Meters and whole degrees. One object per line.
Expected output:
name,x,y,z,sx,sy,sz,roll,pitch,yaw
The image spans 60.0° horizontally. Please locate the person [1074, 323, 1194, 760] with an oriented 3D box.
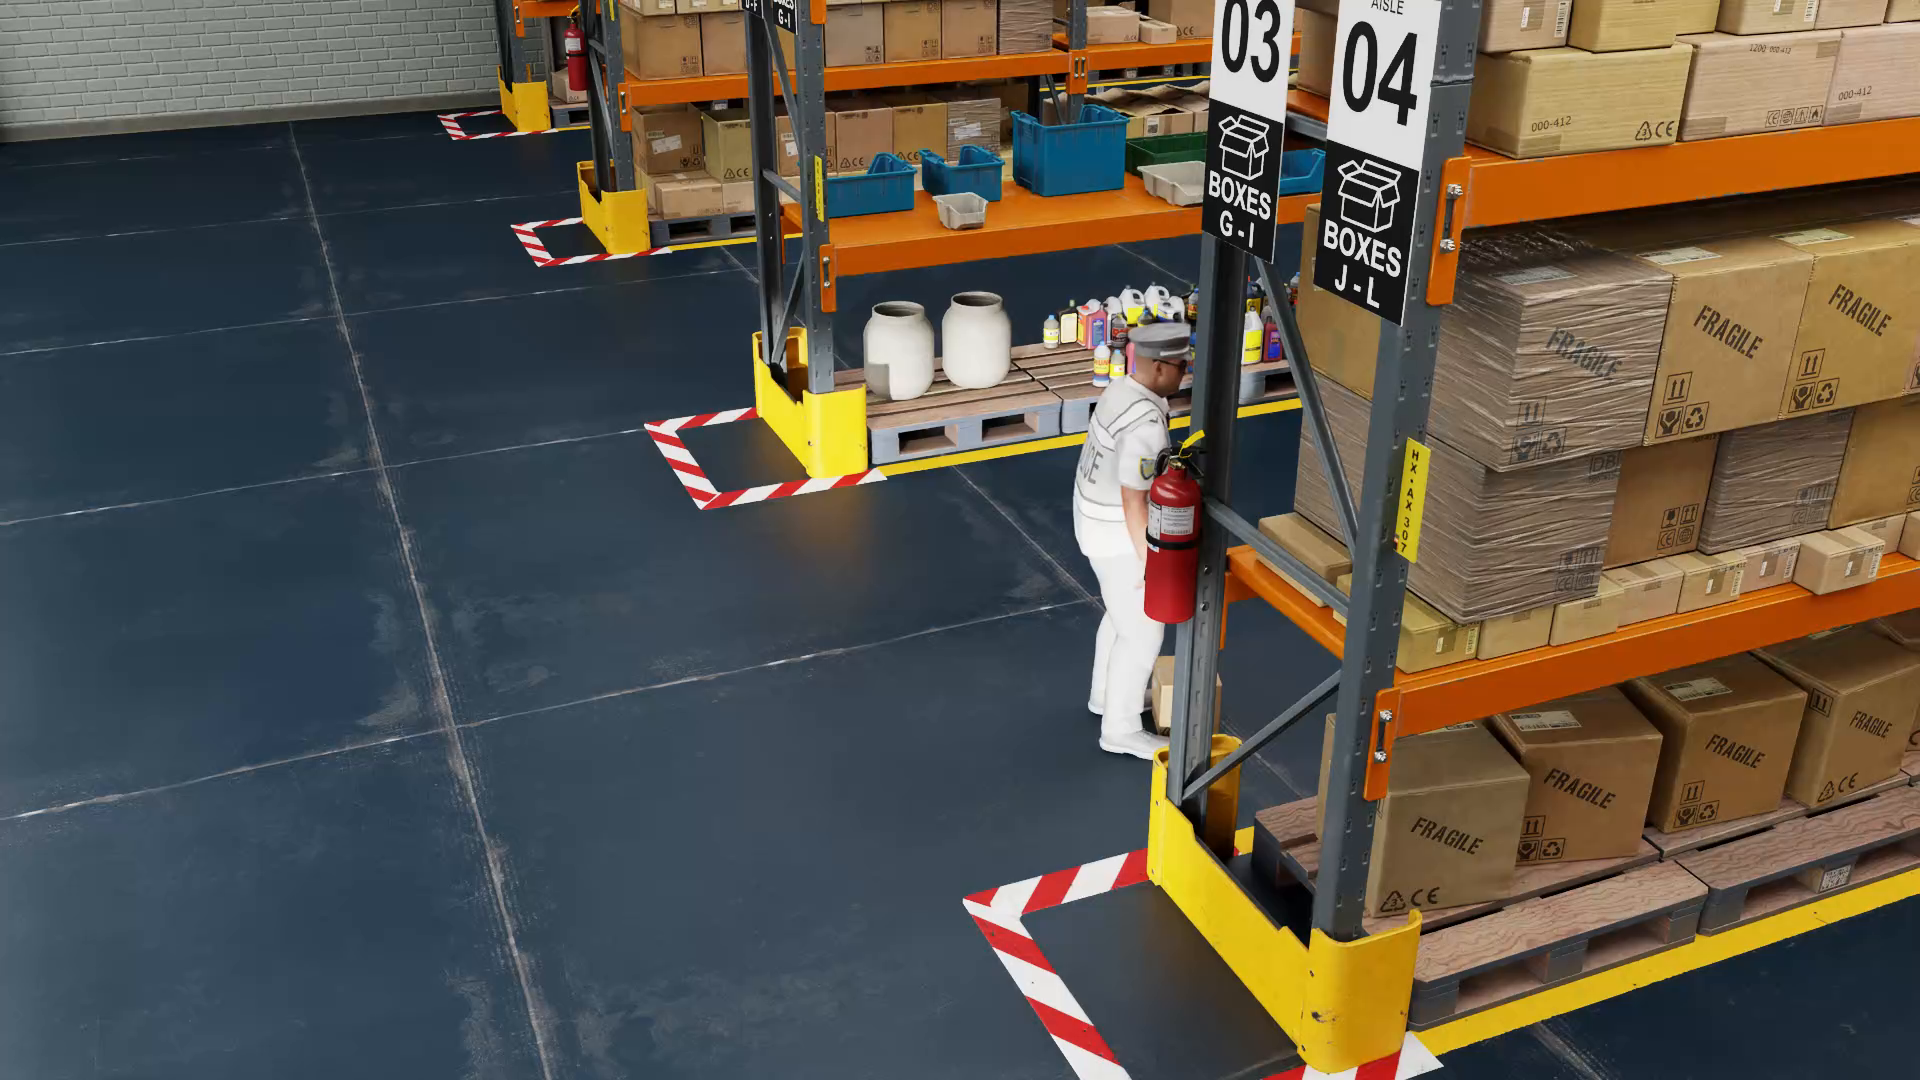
person,0.675,-0.012,6.632,0.435,1.745,0.590,-1,26,-3
